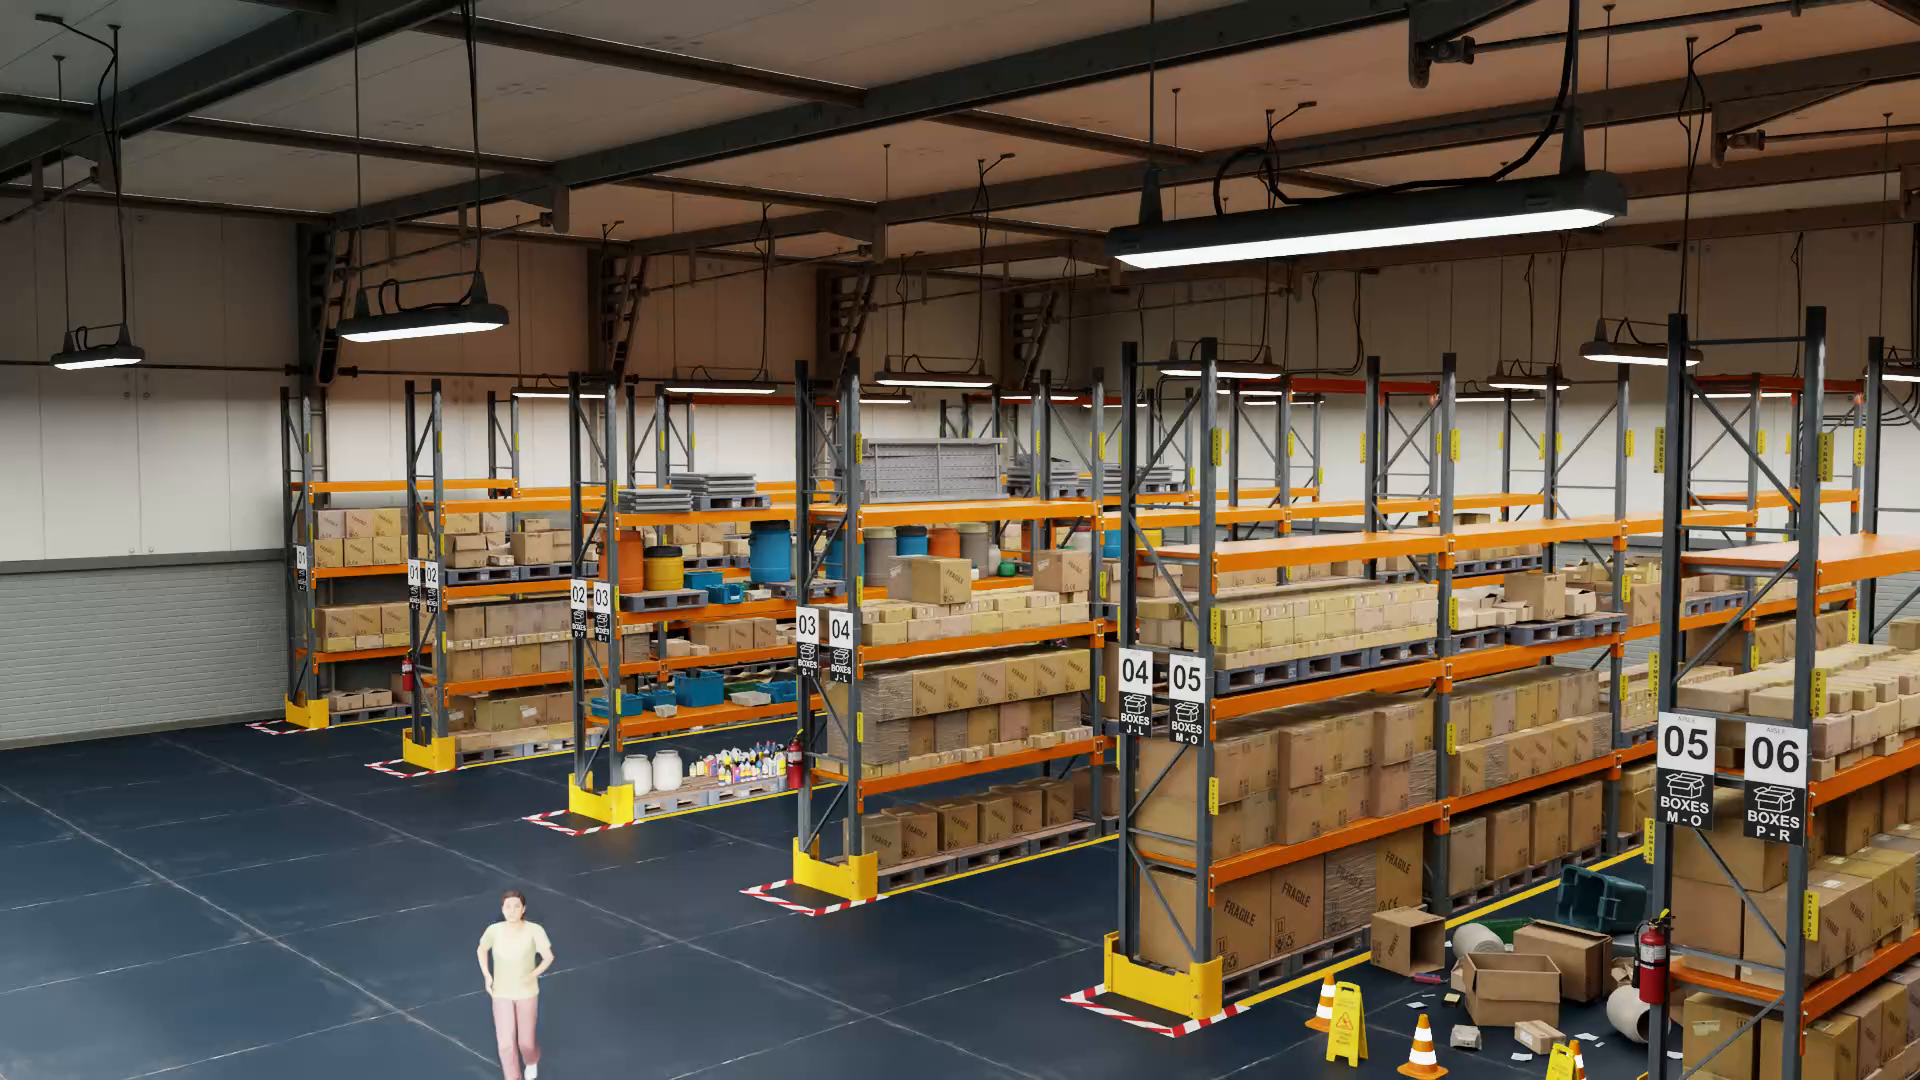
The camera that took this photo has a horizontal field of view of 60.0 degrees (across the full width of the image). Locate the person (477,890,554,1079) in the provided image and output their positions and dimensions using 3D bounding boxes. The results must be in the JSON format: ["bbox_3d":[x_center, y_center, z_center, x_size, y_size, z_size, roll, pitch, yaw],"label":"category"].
[{"bbox_3d":[-3.431,3.514,12.834,0.587,1.663,0.769,-1,4,-9],"label":"person"}]
